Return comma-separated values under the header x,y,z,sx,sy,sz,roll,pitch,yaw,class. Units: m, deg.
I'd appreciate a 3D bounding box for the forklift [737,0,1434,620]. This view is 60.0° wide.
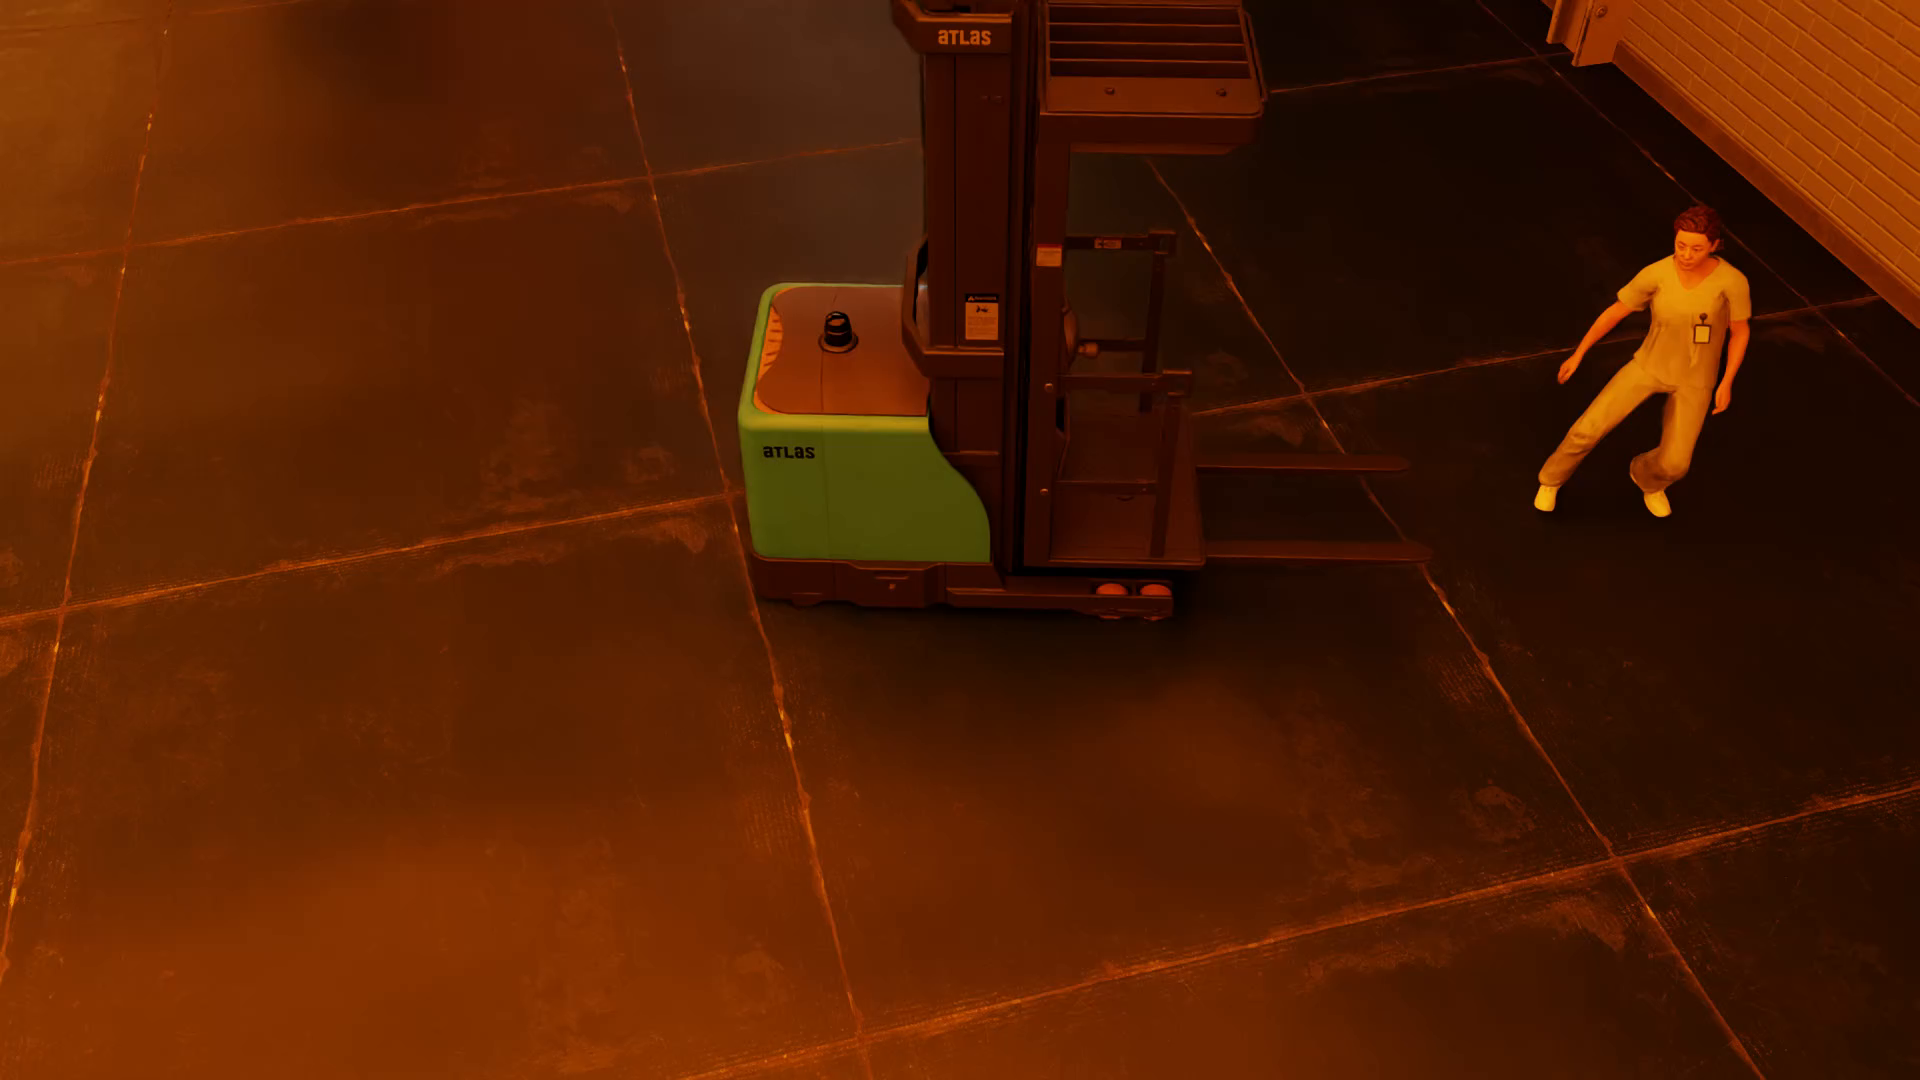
x,y,z,sx,sy,sz,roll,pitch,yaw,class
0.598,-1.082,6.790,3.031,2.935,1.130,1,43,1,forklift

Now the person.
x,y,z,sx,sy,sz,roll,pitch,yaw,class
3.069,-0.745,7.403,0.719,1.520,0.547,23,48,22,person
